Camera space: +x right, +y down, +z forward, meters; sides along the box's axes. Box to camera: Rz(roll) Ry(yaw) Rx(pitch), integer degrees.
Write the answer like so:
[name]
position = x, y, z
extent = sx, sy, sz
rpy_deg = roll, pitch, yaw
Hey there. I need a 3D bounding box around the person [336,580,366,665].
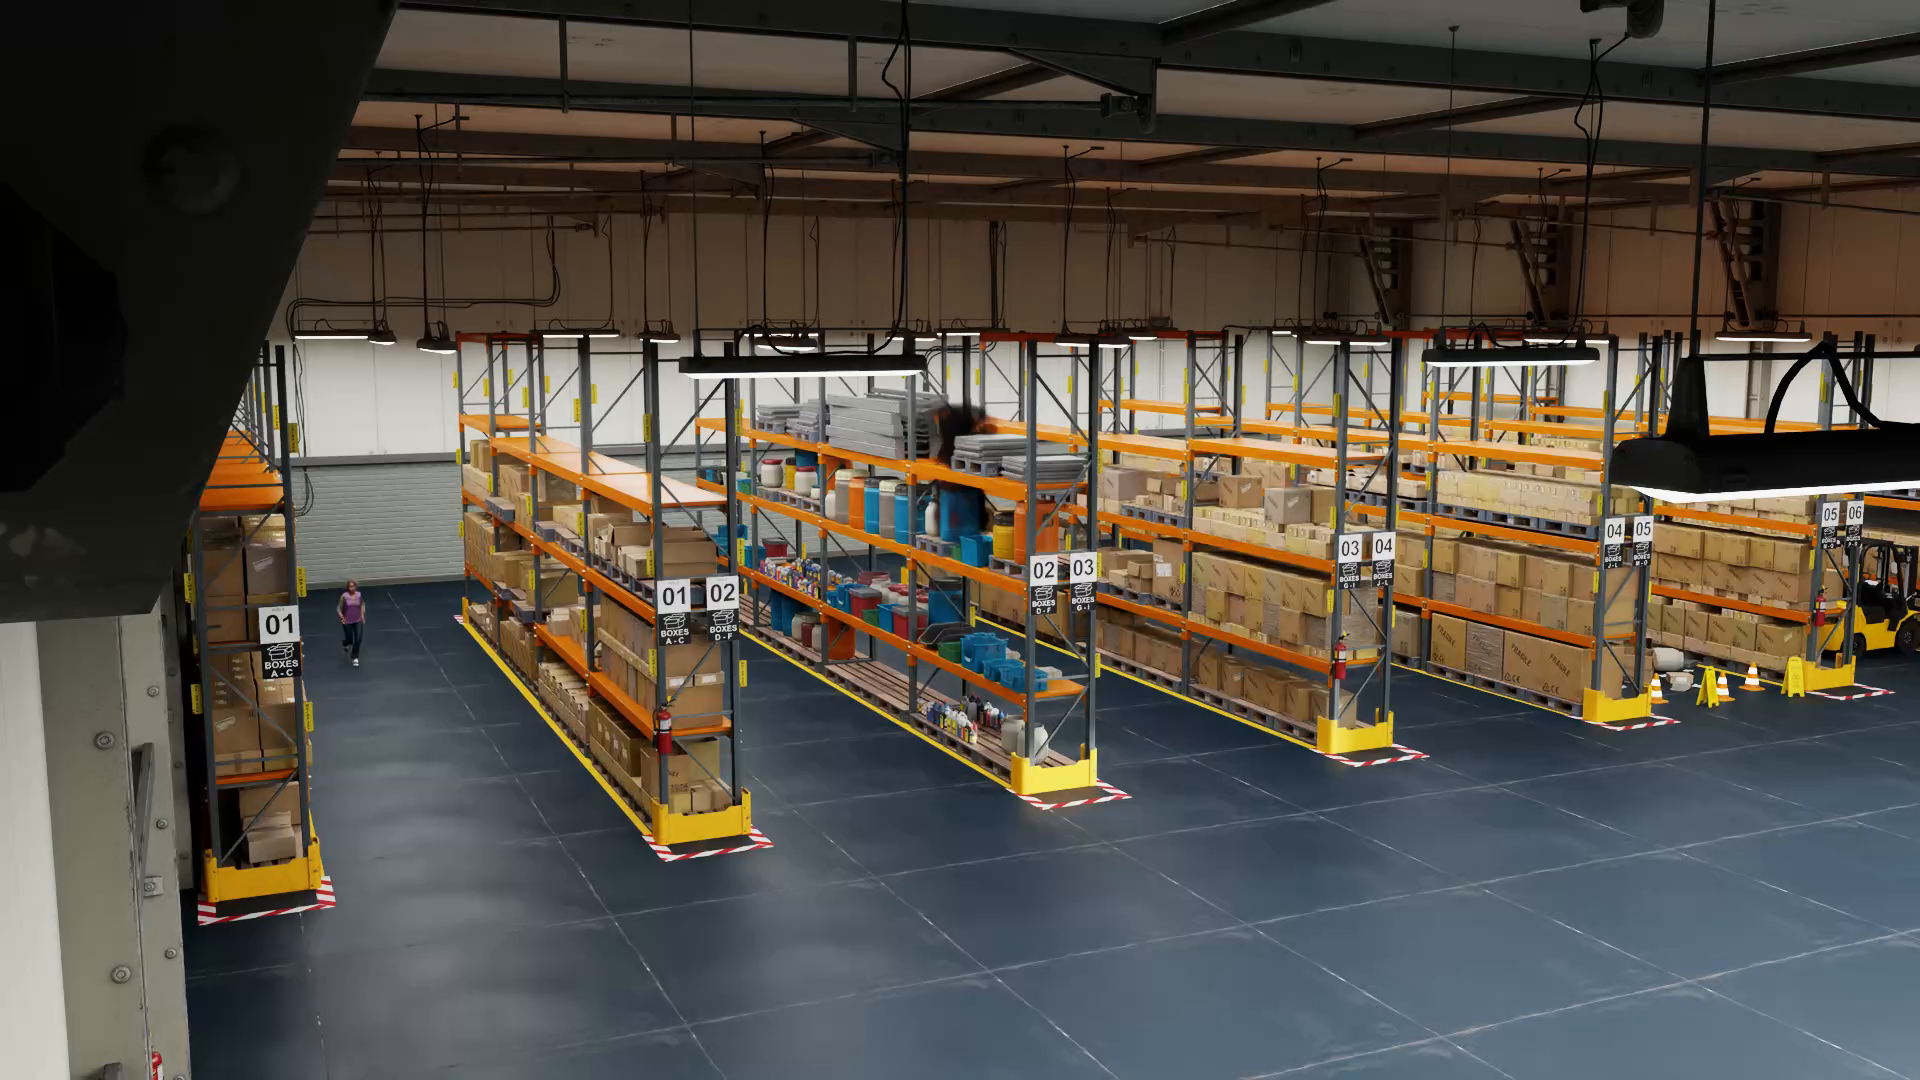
[person]
position = -11.116, 1.535, 30.379
extent = 0.518, 1.463, 0.654
rpy_deg = -5, 9, -32
